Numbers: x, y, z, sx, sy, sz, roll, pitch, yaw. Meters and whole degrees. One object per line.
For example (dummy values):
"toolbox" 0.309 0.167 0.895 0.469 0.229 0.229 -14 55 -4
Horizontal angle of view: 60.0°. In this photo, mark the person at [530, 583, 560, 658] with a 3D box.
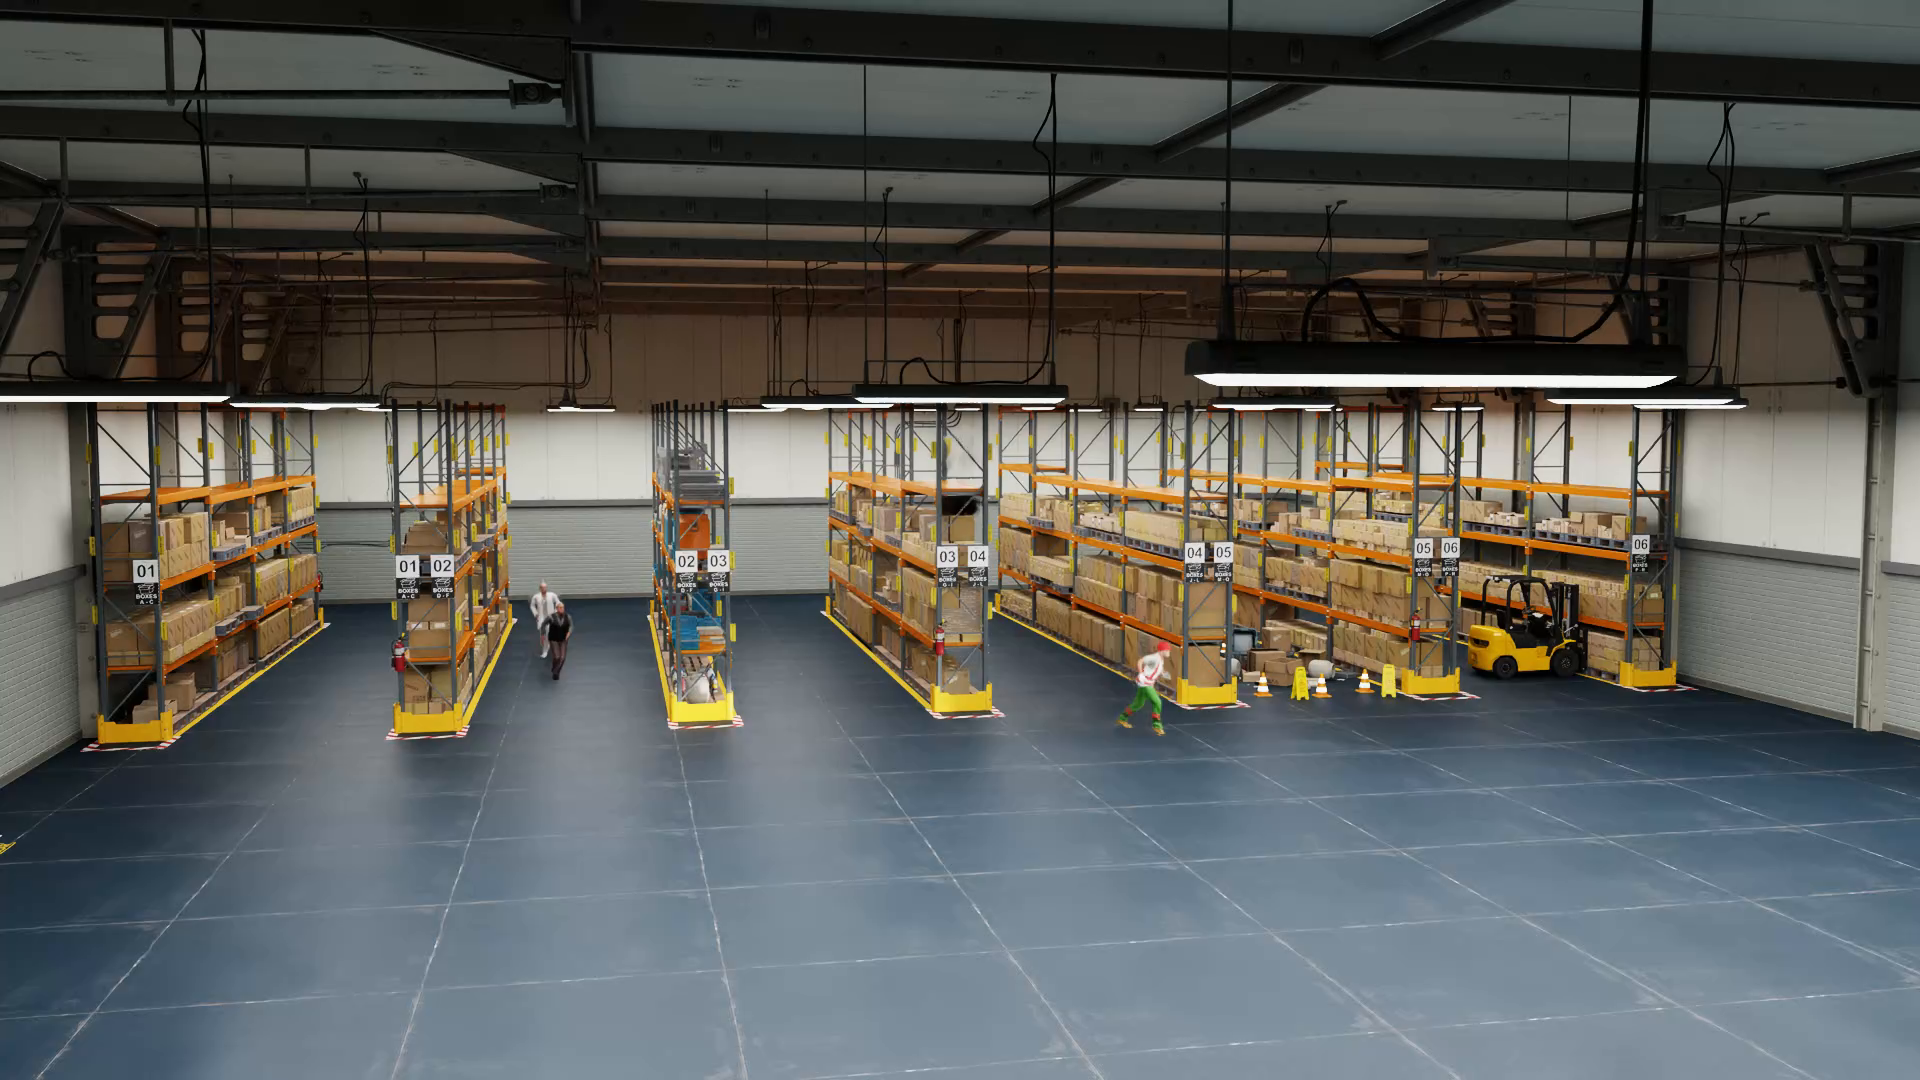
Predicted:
"person" -9.844 1.888 39.508 0.711 1.763 0.718 -1 4 -12

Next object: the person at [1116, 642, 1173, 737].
"person" 3.290 2.662 29.746 1.054 1.732 0.706 2 5 26

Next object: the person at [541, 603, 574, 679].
"person" -8.653 2.184 35.880 0.662 1.663 0.597 -3 5 -32
